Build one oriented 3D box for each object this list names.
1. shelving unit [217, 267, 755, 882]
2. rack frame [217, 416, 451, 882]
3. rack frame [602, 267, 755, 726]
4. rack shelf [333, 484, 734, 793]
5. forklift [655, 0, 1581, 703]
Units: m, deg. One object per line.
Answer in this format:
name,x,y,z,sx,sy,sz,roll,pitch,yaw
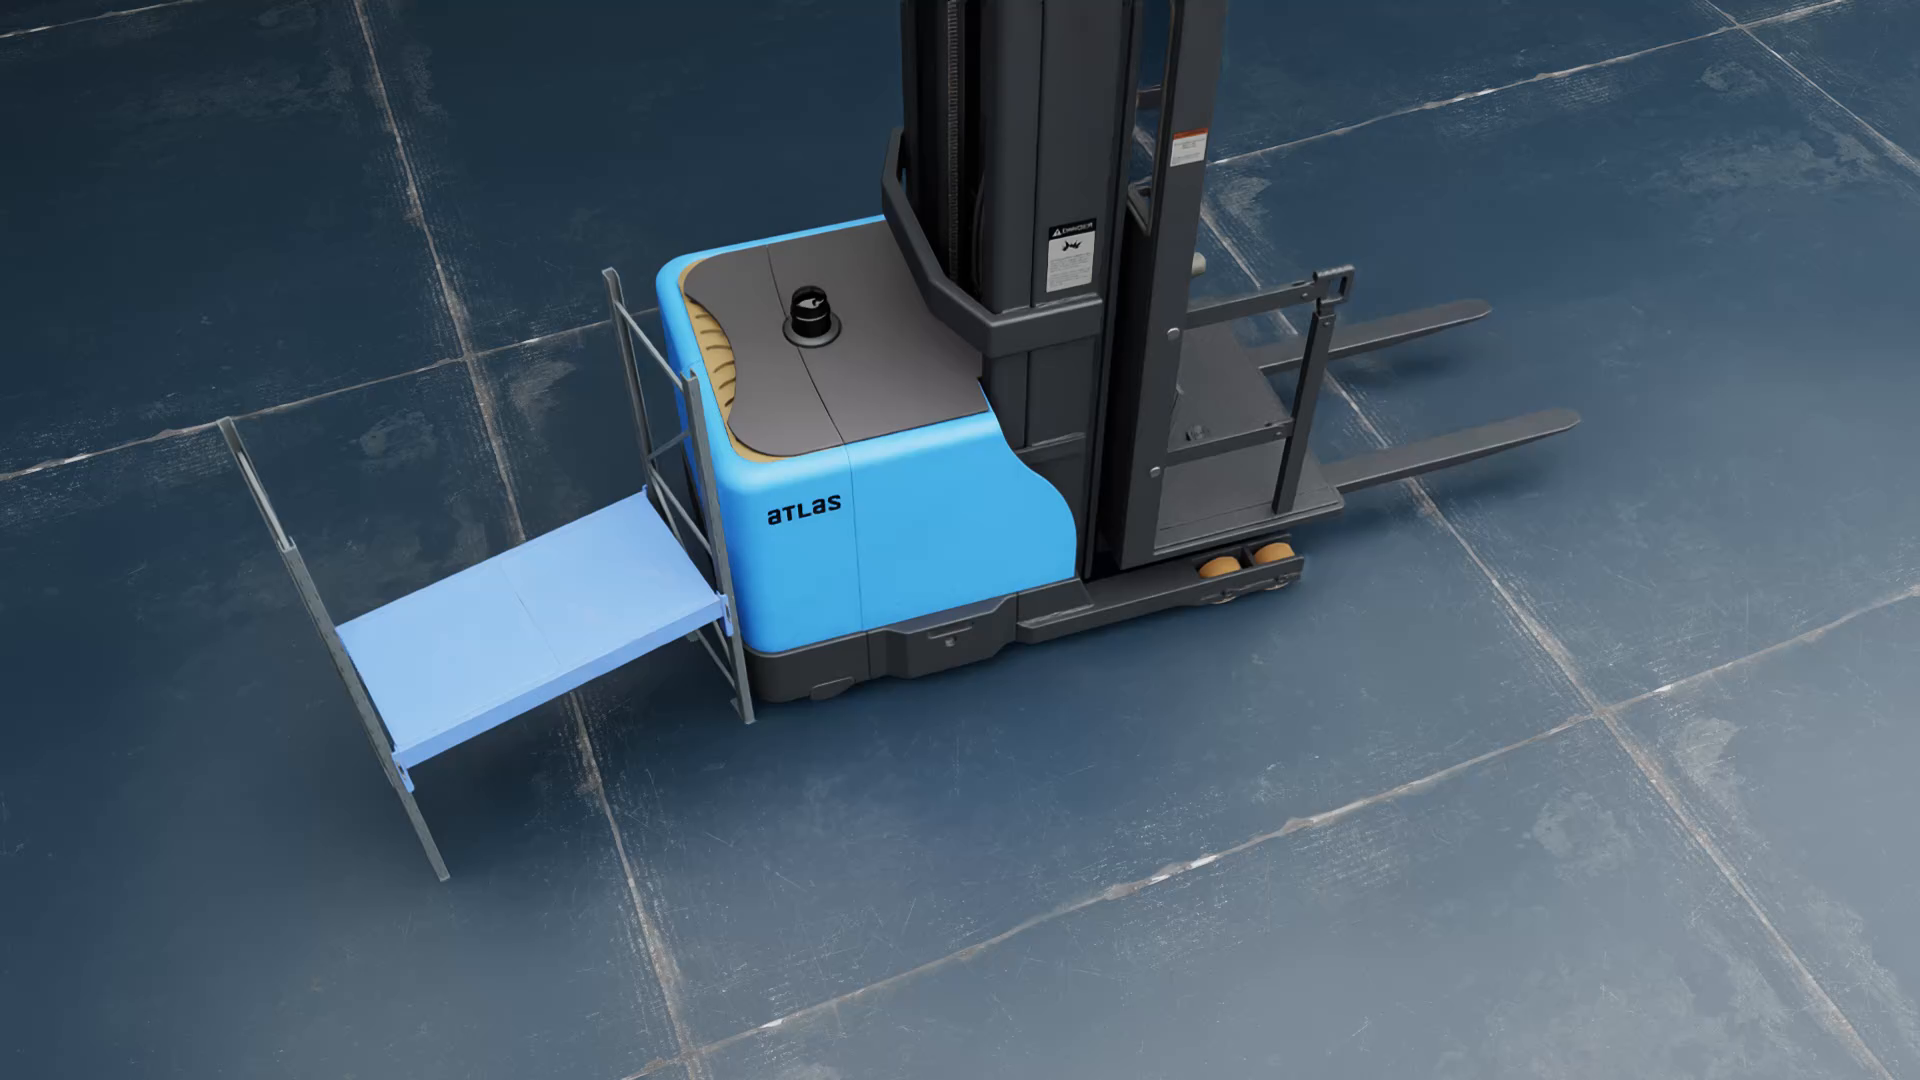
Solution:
shelving unit,-1.223,0.142,4.639,1.048,1.500,0.538,-26,54,-21
rack frame,-1.649,0.352,4.459,0.032,1.500,0.500,-26,54,-21
rack frame,-0.796,-0.068,4.820,0.032,1.500,0.500,-26,54,-21
rack shelf,-1.223,0.259,4.776,1.000,0.185,0.538,-26,54,-21
forklift,0.632,-1.111,4.773,3.031,2.935,1.130,-14,51,-12
